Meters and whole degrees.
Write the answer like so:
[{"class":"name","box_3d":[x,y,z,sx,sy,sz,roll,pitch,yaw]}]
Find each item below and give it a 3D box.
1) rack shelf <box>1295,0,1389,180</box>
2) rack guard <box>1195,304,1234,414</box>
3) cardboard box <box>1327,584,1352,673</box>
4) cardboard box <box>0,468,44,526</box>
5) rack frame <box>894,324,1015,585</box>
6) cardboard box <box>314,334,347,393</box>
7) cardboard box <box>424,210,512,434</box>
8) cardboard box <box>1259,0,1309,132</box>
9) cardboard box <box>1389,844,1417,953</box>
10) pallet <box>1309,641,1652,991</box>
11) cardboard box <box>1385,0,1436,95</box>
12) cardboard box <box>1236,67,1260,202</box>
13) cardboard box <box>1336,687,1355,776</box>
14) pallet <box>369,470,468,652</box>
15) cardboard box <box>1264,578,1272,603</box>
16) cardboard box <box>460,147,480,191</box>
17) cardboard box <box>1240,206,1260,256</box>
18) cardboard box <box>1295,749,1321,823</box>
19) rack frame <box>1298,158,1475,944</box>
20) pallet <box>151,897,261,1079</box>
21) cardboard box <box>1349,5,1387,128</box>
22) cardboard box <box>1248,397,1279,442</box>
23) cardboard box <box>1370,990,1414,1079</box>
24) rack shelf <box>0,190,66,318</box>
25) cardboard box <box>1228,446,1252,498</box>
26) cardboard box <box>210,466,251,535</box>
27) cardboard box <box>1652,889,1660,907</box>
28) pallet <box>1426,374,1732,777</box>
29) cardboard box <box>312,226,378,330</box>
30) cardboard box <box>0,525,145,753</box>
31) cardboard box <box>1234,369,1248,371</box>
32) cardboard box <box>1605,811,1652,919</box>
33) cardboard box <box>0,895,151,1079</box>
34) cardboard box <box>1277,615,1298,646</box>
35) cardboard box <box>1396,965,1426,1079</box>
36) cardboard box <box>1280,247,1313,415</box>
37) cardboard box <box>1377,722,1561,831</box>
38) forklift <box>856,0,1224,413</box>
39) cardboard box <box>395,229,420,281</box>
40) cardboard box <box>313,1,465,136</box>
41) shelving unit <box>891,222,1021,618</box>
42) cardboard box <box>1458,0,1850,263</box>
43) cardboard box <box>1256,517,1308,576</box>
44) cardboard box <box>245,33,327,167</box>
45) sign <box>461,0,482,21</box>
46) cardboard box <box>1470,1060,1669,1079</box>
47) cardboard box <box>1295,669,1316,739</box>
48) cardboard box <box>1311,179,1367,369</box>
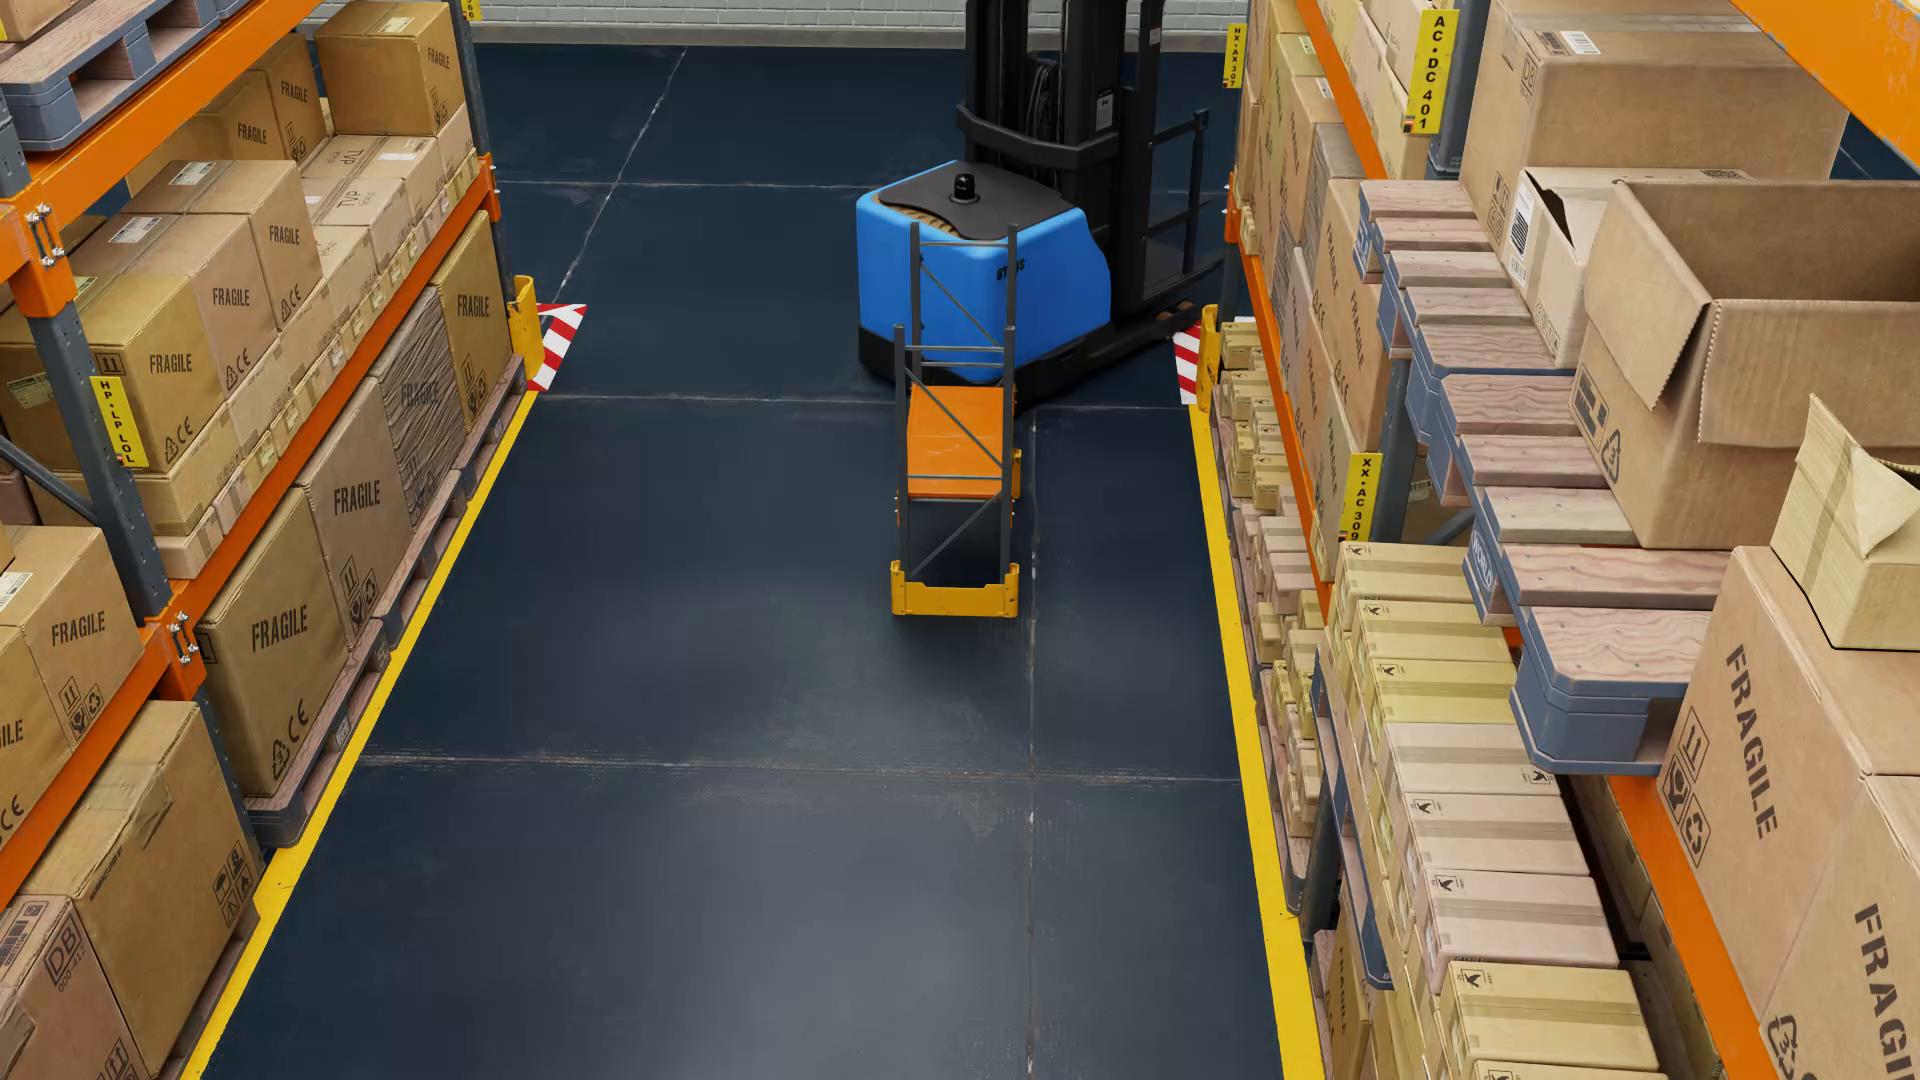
[{"class":"rack shelf","box_3d":[1.844,-1.845,6.283,1.077,0.370,4.000,1,35,2]},{"class":"rack guard","box_3d":[1.921,-0.994,9.230,1.175,0.500,0.348,1,35,2]},{"class":"cardboard box","box_3d":[1.288,0.262,4.863,0.380,0.149,0.250,2,35,3]},{"class":"cardboard box","box_3d":[-3.433,-0.255,5.876,0.500,0.250,0.500,1,35,1]},{"class":"rack frame","box_3d":[-0.024,-0.273,7.333,0.500,1.500,0.032,1,35,2]},{"class":"cardboard box","box_3d":[-2.792,-0.739,6.912,0.380,0.149,0.250,2,35,2]},{"class":"cardboard box","box_3d":[-2.973,-1.166,8.784,0.875,0.875,0.875,1,35,2]},{"class":"cardboard box","box_3d":[1.627,-2.091,7.401,0.500,0.500,0.500,2,35,3]},{"class":"cardboard box","box_3d":[1.251,0.864,4.007,0.380,0.149,0.250,3,35,4]},{"class":"pallet","box_3d":[1.588,0.752,4.739,1.003,0.211,1.213,1,35,2]},{"class":"cardboard box","box_3d":[1.528,-1.404,4.726,0.500,0.250,0.500,0,35,0]},{"class":"cardboard box","box_3d":[1.630,-1.972,8.101,0.500,0.500,0.500,3,35,4]},{"class":"cardboard box","box_3d":[1.283,0.543,4.721,0.380,0.149,0.250,2,35,3]},{"class":"pallet","box_3d":[-3.033,0.068,7.970,1.003,0.211,1.213,1,35,2]},{"class":"cardboard box","box_3d":[1.558,0.256,7.392,0.380,0.149,0.250,2,35,3]},{"class":"cardboard box","box_3d":[-2.713,-1.918,8.590,0.380,0.149,0.250,2,35,3]},{"class":"cardboard box","box_3d":[1.551,-1.479,7.964,0.380,0.149,0.250,0,35,1]},{"class":"cardboard box","box_3d":[1.459,0.922,6.185,0.380,0.149,0.250,2,35,3]},{"class":"rack frame","box_3d":[1.764,0.237,5.304,1.000,3.000,0.127,1,35,2]},{"class":"pallet","box_3d":[-3.144,1.651,5.718,1.003,0.211,1.213,1,35,2]},{"class":"cardboard box","box_3d":[1.545,-1.503,5.302,0.500,0.250,0.500,1,35,2]},{"class":"cardboard box","box_3d":[1.608,-0.569,8.048,0.380,0.149,0.250,0,35,0]},{"class":"cardboard box","box_3d":[1.451,1.506,4.655,0.500,0.250,0.500,2,35,3]},{"class":"rack shelf","box_3d":[-3.269,0.281,3.259,1.077,0.370,4.000,1,35,2]},{"class":"cardboard box","box_3d":[1.532,-0.333,8.229,0.380,0.149,0.250,2,35,2]},{"class":"cardboard box","box_3d":[-2.834,-0.146,6.067,0.380,0.149,0.250,0,35,0]},{"class":"cardboard box","box_3d":[1.904,0.880,3.983,0.380,0.149,0.250,0,35,-1]},{"class":"pallet","box_3d":[1.594,0.035,3.146,1.213,0.211,1.003,1,35,2]},{"class":"cardboard box","box_3d":[-2.840,-1.126,7.115,0.500,0.250,0.500,1,35,2]},{"class":"cardboard box","box_3d":[-2.934,0.299,5.129,0.500,0.500,0.500,1,35,2]},{"class":"cardboard box","box_3d":[1.647,-0.893,8.767,0.380,0.149,0.250,3,35,4]},{"class":"cardboard box","box_3d":[1.913,0.837,4.303,0.380,0.149,0.250,0,35,-1]},{"class":"cardboard box","box_3d":[-3.229,1.644,4.785,1.225,0.875,0.875,0,35,0]},{"class":"cardboard box","box_3d":[1.549,0.323,7.037,0.380,0.149,0.250,2,35,3]},{"class":"cardboard box","box_3d":[1.241,1.134,3.881,0.380,0.149,0.250,1,35,1]},{"class":"cardboard box","box_3d":[1.544,-0.794,6.425,0.500,0.500,0.500,1,35,2]},{"class":"cardboard box","box_3d":[1.258,0.591,4.136,0.380,0.149,0.250,1,35,1]},{"class":"forklift","box_3d":[0.817,-2.585,9.380,3.031,2.935,1.130,-30,45,-35]},{"class":"cardboard box","box_3d":[-2.752,-1.332,7.755,0.380,0.149,0.250,1,35,1]},{"class":"cardboard box","box_3d":[-2.785,-2.315,8.154,0.500,0.500,0.500,2,35,2]},{"class":"shelving unit","box_3d":[-0.003,-0.570,7.756,0.587,1.500,1.083,1,35,2]},{"class":"cardboard box","box_3d":[1.639,-0.987,3.985,0.700,0.500,0.500,1,35,2]},{"class":"cardboard box","box_3d":[1.497,0.027,7.200,0.380,0.149,0.250,0,35,0]},{"class":"cardboard box","box_3d":[-3.337,-2.044,7.769,0.500,0.500,0.500,1,35,1]},{"class":"sign","box_3d":[-2.486,-2.784,8.389,0.100,0.325,0.005,1,35,2]},{"class":"cardboard box","box_3d":[1.219,1.188,3.287,0.380,0.149,0.250,3,35,4]},{"class":"cardboard box","box_3d":[1.488,0.630,6.341,0.380,0.149,0.250,2,35,2]},{"class":"cardboard box","box_3d":[1.528,-0.908,5.718,0.500,0.500,0.500,0,35,0]}]
